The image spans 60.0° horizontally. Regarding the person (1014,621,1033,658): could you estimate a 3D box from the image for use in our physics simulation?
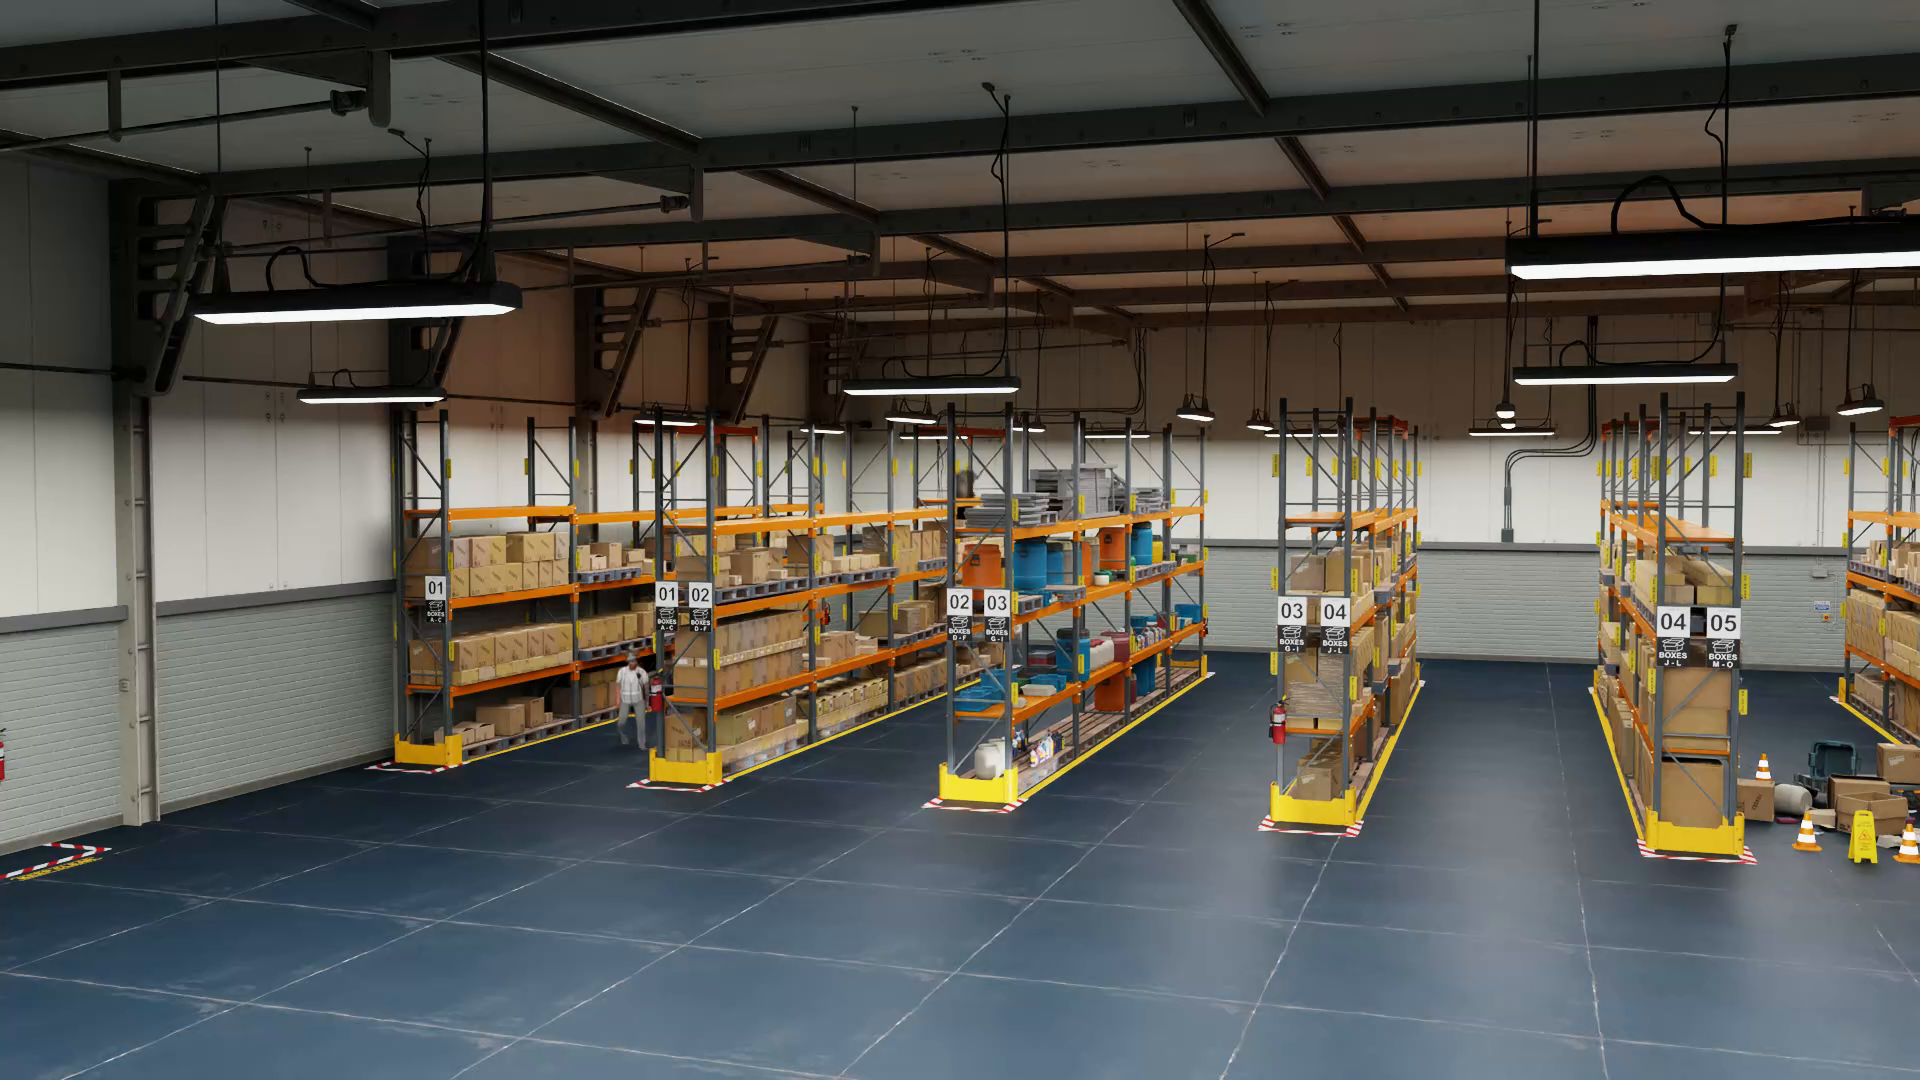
[{"bbox_3d":[1.558,2.324,42.495,0.710,1.718,0.803,-2,3,-39],"label":"person"}]

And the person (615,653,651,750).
[{"bbox_3d":[-5.833,2.864,29.727,0.636,1.735,0.555,0,2,-6],"label":"person"}]

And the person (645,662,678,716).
[{"bbox_3d":[-5.162,2.919,29.185,0.656,1.684,0.983,0,2,7],"label":"person"}]
